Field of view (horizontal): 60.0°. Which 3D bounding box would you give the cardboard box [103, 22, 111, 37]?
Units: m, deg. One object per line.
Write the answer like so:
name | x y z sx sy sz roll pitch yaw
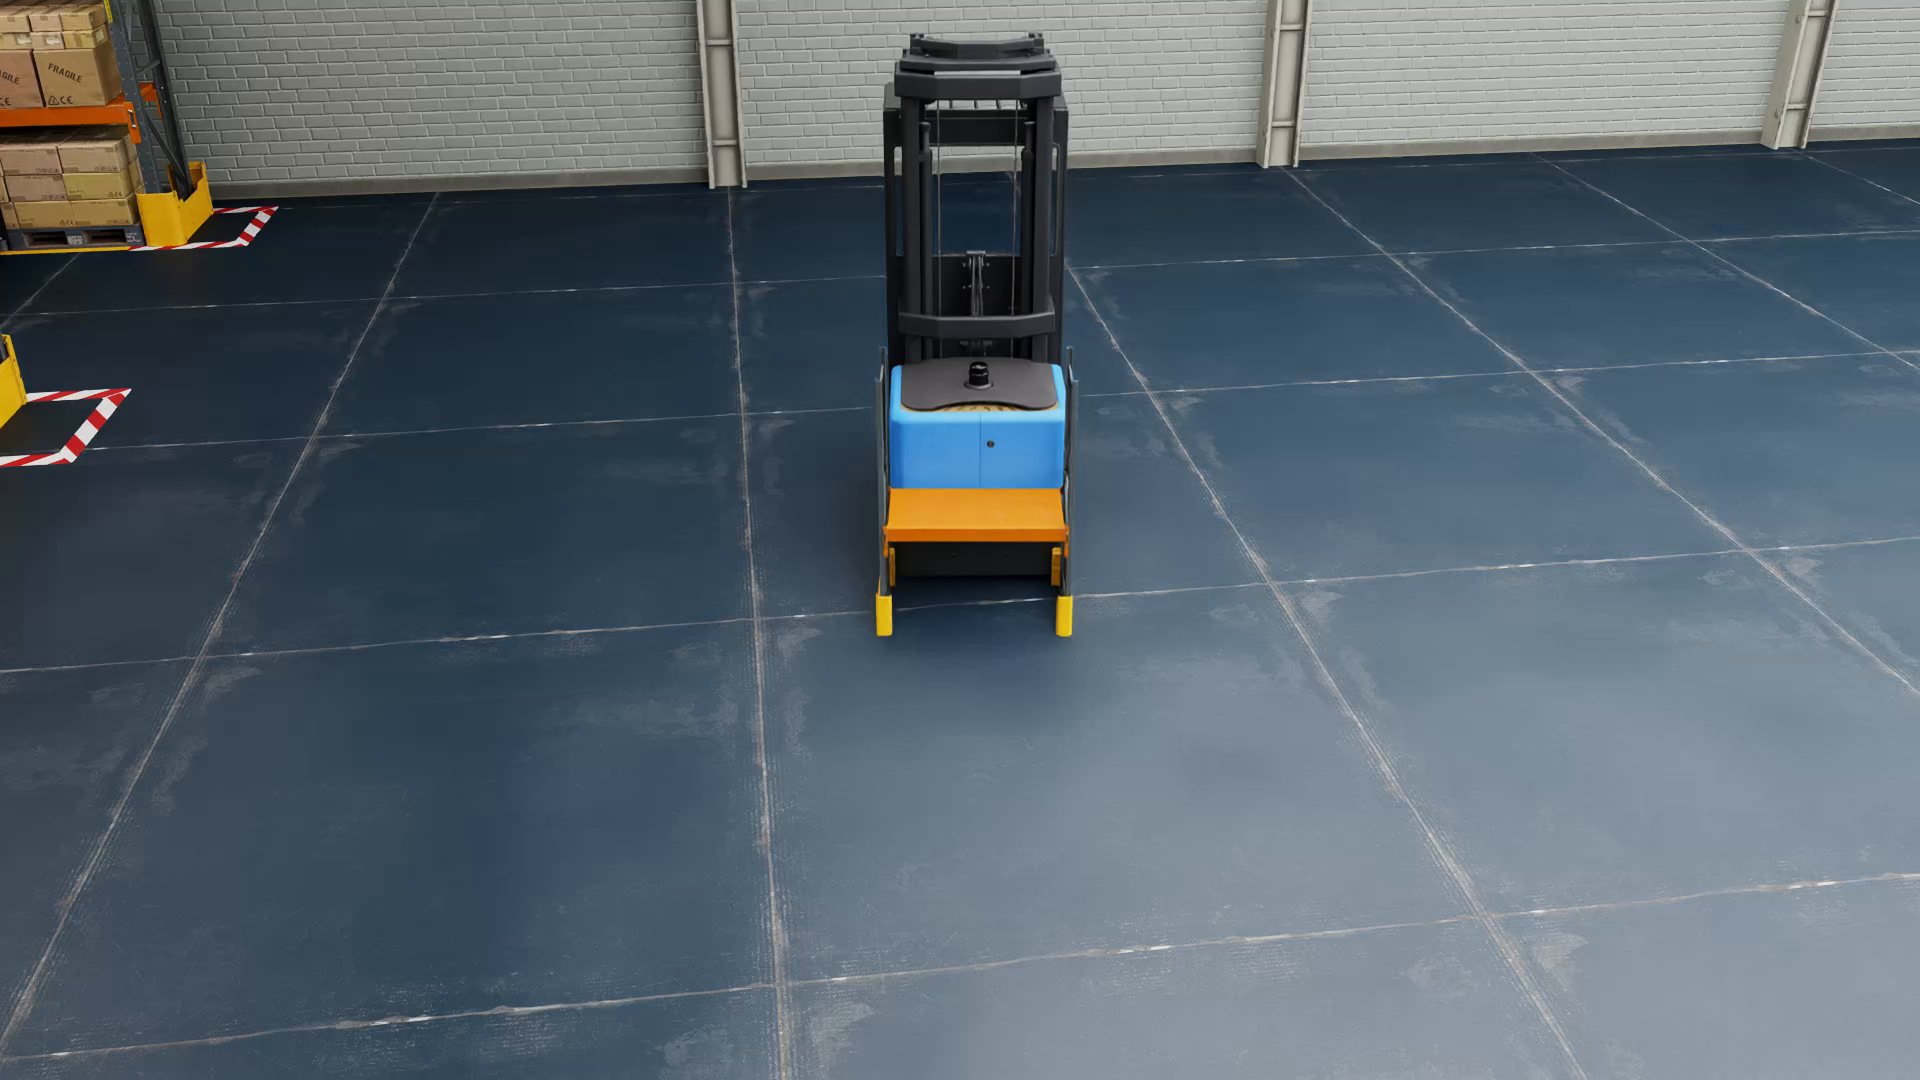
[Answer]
cardboard box | -7.952 -4.783 15.467 0.250 0.149 0.380 -4 27 -8

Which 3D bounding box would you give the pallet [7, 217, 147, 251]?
pallet | -8.331 -3.046 15.956 1.213 0.211 1.003 -4 27 -7

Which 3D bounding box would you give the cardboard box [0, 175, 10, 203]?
cardboard box | -9.025 -3.299 15.398 0.500 0.250 0.500 -4 27 -8

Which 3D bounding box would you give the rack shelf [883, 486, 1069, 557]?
rack shelf | 0.087 -0.106 9.208 1.000 0.185 0.538 0 27 0

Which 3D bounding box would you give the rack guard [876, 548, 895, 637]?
rack guard | -0.420 0.290 9.412 0.087 0.250 0.587 0 27 0

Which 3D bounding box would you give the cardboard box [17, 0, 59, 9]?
cardboard box | -8.465 -4.871 15.311 0.250 0.149 0.380 -3 27 -6

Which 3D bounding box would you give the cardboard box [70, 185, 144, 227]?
cardboard box | -8.001 -3.145 15.646 0.500 0.250 0.500 -3 27 -7

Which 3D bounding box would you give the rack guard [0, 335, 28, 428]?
rack guard | -6.960 -0.994 11.640 0.348 0.500 1.175 -4 27 -7

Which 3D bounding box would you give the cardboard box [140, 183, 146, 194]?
cardboard box | -8.093 -3.375 16.094 0.500 0.250 0.500 -4 27 -7

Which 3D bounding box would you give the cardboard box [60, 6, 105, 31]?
cardboard box | -7.905 -4.702 14.982 0.250 0.149 0.380 -4 27 -7

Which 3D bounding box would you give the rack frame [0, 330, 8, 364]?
rack frame | -6.885 -2.111 11.078 0.127 3.000 1.000 -4 27 -7

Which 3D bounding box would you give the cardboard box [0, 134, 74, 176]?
cardboard box | -8.497 -3.558 15.354 0.500 0.250 0.500 -3 27 -6

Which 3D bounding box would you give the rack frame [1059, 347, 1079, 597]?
rack frame | 0.595 -0.266 9.126 0.032 1.500 0.500 0 27 0

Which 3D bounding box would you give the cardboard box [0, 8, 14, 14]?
cardboard box | -8.657 -4.661 14.903 0.250 0.149 0.380 -4 27 -7

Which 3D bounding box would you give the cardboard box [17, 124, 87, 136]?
cardboard box | -8.576 -3.785 15.797 0.500 0.250 0.500 -4 27 -7

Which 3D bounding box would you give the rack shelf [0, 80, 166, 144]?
rack shelf | -9.560 -3.907 15.367 4.000 0.370 1.077 -4 27 -7

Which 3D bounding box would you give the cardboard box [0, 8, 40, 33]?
cardboard box | -8.400 -4.643 14.868 0.250 0.149 0.380 -3 27 -6

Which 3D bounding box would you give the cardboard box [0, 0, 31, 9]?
cardboard box | -8.713 -4.862 15.293 0.250 0.149 0.380 -4 27 -7

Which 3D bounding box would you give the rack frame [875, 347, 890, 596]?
rack frame | -0.421 -0.266 9.126 0.032 1.500 0.500 0 27 0

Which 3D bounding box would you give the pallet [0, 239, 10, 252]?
pallet | -9.537 -2.970 15.808 1.213 0.211 1.003 -4 27 -7

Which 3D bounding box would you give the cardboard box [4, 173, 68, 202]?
cardboard box | -8.516 -3.341 15.480 0.500 0.250 0.500 -4 27 -8

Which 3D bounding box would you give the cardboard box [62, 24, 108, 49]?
cardboard box | -7.884 -4.539 14.990 0.250 0.149 0.380 -3 27 -6

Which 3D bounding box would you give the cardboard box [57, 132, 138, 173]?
cardboard box | -7.992 -3.593 15.423 0.500 0.250 0.500 -3 27 -5

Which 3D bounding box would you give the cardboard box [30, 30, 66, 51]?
cardboard box | -8.133 -4.509 14.932 0.250 0.149 0.380 -3 27 -6

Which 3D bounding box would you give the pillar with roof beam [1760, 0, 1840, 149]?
pillar with roof beam | 10.029 -6.586 13.228 0.400 9.000 9.100 -4 27 -7

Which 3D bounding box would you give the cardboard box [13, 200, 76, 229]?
cardboard box | -8.495 -3.118 15.593 0.500 0.250 0.500 -4 27 -7

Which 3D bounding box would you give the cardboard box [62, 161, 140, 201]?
cardboard box | -8.018 -3.368 15.533 0.500 0.250 0.500 -4 27 -8

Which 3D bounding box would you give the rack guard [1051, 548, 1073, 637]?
rack guard | 0.576 0.290 9.411 0.087 0.250 0.587 0 27 0

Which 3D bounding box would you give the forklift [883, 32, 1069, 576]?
forklift | 0.086 -1.725 10.401 1.130 2.935 3.031 -1 27 -1

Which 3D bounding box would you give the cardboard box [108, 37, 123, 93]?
cardboard box | -8.109 -4.493 15.612 0.500 0.500 0.500 -3 27 -5

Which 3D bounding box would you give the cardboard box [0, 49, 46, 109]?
cardboard box | -8.546 -4.220 15.080 0.500 0.500 0.500 -3 27 -5

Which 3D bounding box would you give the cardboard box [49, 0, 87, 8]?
cardboard box | -8.214 -4.907 15.381 0.250 0.149 0.380 -3 27 -5

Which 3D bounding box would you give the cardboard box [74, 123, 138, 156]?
cardboard box | -8.082 -3.818 15.862 0.500 0.250 0.500 -4 27 -8

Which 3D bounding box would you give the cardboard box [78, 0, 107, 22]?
cardboard box | -7.942 -4.895 15.359 0.250 0.149 0.380 -4 27 -8

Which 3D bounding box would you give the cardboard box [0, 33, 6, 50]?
cardboard box | -8.645 -4.510 14.934 0.250 0.149 0.380 -4 27 -7

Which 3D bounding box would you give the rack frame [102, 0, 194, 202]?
rack frame | -7.580 -4.355 15.451 0.127 3.000 1.000 -4 27 -7

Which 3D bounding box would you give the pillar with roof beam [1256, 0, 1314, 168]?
pillar with roof beam | 4.088 -6.204 12.484 0.400 9.000 9.100 -4 27 -7

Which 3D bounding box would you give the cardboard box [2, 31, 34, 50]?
cardboard box | -8.398 -4.521 14.954 0.250 0.149 0.380 -3 27 -6

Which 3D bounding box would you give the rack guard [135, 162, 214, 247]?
rack guard | -7.556 -3.244 16.025 0.348 0.500 1.175 -4 27 -7

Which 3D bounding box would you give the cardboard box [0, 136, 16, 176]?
cardboard box | -8.995 -3.521 15.283 0.500 0.250 0.500 -3 27 -6

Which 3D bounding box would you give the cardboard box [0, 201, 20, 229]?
cardboard box | -8.991 -3.090 15.539 0.500 0.250 0.500 -3 27 -7

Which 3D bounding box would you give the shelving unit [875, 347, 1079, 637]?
shelving unit | 0.078 -0.266 9.126 1.083 1.500 0.587 0 27 0

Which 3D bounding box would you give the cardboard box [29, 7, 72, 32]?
cardboard box | -8.145 -4.672 14.924 0.250 0.149 0.380 -4 27 -7

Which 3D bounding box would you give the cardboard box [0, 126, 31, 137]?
cardboard box | -9.073 -3.758 15.744 0.500 0.250 0.500 -4 27 -7

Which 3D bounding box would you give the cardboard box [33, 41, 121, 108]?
cardboard box | -8.030 -4.249 15.136 0.500 0.500 0.500 -4 27 -8

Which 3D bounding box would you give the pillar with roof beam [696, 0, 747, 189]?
pillar with roof beam | -1.854 -5.822 11.740 0.400 9.000 9.100 -4 27 -7

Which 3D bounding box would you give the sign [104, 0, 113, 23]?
sign | -7.518 -4.729 14.653 0.005 0.325 0.100 -4 27 -7

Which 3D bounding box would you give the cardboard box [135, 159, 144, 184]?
cardboard box | -8.074 -3.605 15.993 0.500 0.250 0.500 -3 27 -6
